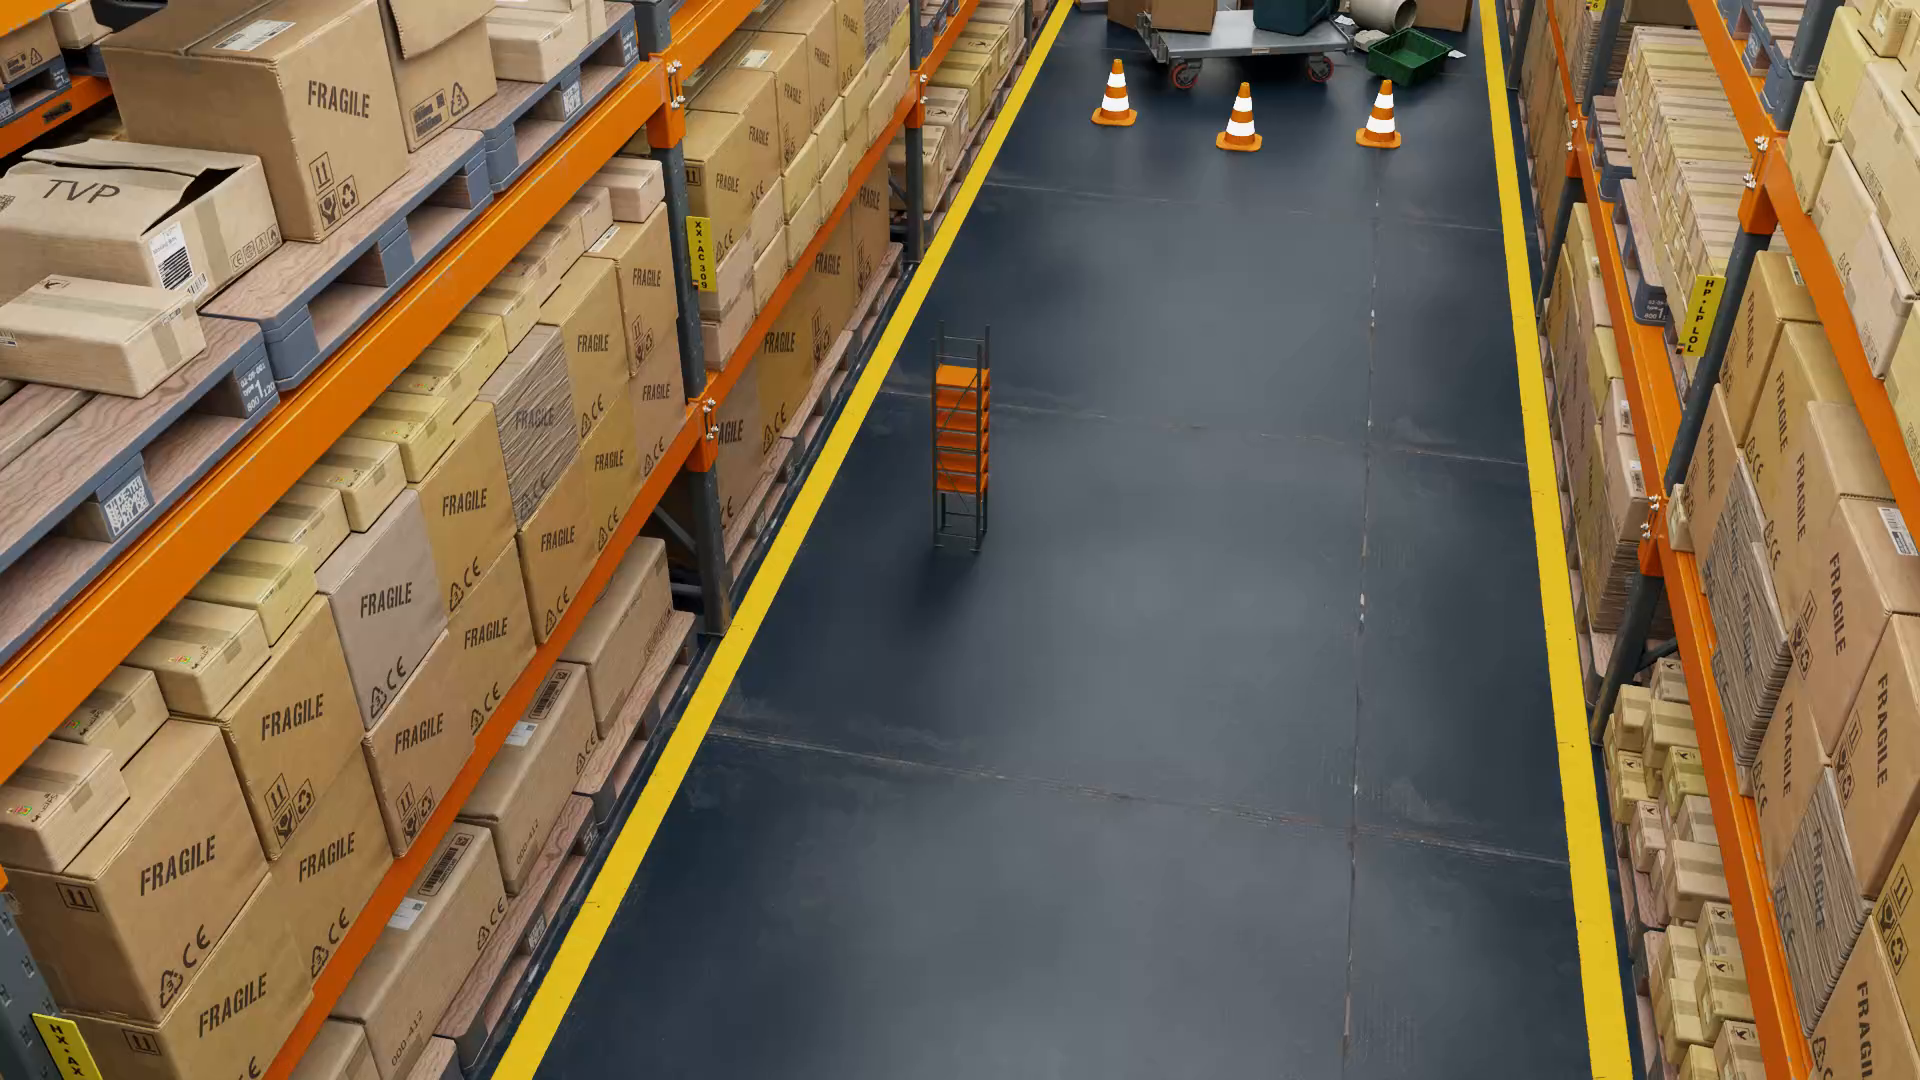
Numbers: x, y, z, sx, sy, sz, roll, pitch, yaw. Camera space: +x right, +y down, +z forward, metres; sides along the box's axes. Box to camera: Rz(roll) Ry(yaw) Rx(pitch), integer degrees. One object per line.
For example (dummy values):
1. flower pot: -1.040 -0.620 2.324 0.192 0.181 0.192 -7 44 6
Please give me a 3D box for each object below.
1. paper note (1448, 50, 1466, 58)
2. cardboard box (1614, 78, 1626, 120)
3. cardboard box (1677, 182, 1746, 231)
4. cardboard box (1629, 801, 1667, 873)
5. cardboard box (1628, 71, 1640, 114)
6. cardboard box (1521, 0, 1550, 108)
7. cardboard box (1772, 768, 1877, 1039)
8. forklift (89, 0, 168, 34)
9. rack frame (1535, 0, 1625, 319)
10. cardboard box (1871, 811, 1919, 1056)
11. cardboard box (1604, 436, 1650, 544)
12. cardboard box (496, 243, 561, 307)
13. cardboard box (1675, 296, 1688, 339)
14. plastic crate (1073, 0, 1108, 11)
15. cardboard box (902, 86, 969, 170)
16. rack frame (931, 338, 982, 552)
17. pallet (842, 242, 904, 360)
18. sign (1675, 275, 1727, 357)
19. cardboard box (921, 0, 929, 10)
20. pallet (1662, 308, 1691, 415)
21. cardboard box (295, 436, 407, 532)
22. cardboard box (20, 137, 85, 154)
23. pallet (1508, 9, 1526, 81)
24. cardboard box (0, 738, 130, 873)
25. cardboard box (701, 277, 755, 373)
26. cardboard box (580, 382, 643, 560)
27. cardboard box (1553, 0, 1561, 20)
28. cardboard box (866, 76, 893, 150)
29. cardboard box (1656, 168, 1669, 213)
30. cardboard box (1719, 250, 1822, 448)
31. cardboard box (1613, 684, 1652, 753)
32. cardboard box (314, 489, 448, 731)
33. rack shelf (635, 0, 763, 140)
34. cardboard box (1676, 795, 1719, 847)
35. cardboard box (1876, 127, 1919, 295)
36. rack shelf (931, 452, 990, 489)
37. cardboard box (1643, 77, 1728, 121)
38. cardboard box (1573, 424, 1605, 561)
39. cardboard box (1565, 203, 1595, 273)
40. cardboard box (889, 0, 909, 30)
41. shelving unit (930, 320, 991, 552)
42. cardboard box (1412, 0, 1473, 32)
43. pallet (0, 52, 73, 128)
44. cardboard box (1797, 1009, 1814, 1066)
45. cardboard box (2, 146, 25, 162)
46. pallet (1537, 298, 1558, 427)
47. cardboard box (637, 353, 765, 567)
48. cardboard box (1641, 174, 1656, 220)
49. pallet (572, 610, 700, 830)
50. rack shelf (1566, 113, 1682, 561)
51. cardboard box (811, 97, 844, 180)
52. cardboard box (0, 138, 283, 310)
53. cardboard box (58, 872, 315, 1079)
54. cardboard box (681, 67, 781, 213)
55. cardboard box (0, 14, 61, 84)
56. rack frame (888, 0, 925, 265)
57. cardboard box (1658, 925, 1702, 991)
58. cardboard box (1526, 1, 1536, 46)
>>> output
1. paper note: 4.231 -4.168 14.244 0.147 0.020 0.142 -17 39 -22
2. cardboard box: 3.825 -2.415 9.152 0.380 0.149 0.250 7 36 9
3. cardboard box: 3.384 -1.441 7.302 0.380 0.149 0.250 6 36 8
4. cardboard box: 2.813 1.170 6.421 0.380 0.149 0.250 7 37 10
5. cardboard box: 3.763 -2.359 8.821 0.380 0.149 0.250 9 37 12
6. cardboard box: 4.928 -3.763 12.715 1.050 0.750 0.750 7 37 10
7. cardboard box: 2.468 0.971 4.285 0.500 0.500 0.500 7 37 10
8. forklift: -3.015 -1.557 8.171 1.130 2.935 3.031 7 37 10
9. rack frame: 4.118 -2.578 9.521 1.000 3.000 0.127 7 37 10
10. cardboard box: 2.372 0.859 3.588 0.500 0.500 0.500 6 36 8
11. cardboard box: 3.176 -0.205 7.380 0.500 0.250 0.500 6 36 9
12. cardboard box: -1.610 -0.912 5.732 0.380 0.149 0.250 7 37 10
13. cardboard box: 3.265 -0.897 7.058 0.380 0.149 0.250 7 37 10
14. plastic crate: 1.251 -5.049 15.418 0.402 0.080 0.583 -5 36 -6
15. cardboard box: -0.459 -2.993 11.975 0.950 0.372 0.625 7 36 9
16. rack frame: -0.016 -0.442 8.107 0.240 1.200 0.006 7 37 10
17. pallet: -0.981 -1.569 10.504 1.003 0.211 1.213 7 37 10
18. sign: 2.721 -0.821 6.110 0.100 0.325 0.005 7 37 10
19. cardboard box: -0.395 -3.529 10.690 0.380 0.149 0.250 5 36 7
20. pallet: 3.569 -0.627 6.992 1.003 0.211 1.213 7 37 10
21. cardboard box: -1.810 -0.172 4.712 0.380 0.149 0.250 8 37 10
22. cardboard box: -5.676 -2.414 10.515 0.380 0.149 0.250 8 37 11
23. pallet: 5.211 -4.168 14.091 1.003 0.211 1.213 7 37 10
24. cardboard box: -2.102 0.569 3.688 0.380 0.149 0.250 8 37 11
25. cardboard box: -1.242 -1.005 7.479 0.500 0.250 0.500 6 36 9
26. cardboard box: -1.548 -0.294 6.284 0.500 0.500 0.500 6 36 9
27. cardboard box: 4.272 -3.777 11.090 0.500 0.500 0.500 8 37 11
28. cardboard box: -0.688 -2.462 9.489 0.500 0.250 0.500 8 37 11
29. cardboard box: 3.491 -1.621 7.803 0.380 0.149 0.250 9 37 12
30. cardboard box: 2.929 -0.622 5.632 0.500 0.500 0.500 8 37 11
31. cardboard box: 2.874 0.747 6.751 0.380 0.149 0.250 9 37 12
32. cardboard box: -1.861 0.168 4.795 0.500 0.500 0.500 7 37 10
33. rack shelf: -1.167 -2.917 8.046 1.077 0.370 4.000 7 37 10
34. cardboard box: 2.832 1.085 6.032 0.380 0.149 0.250 6 36 9
35. cardboard box: 2.694 -0.823 4.246 0.500 0.250 0.500 8 37 11
36. rack shelf: 0.003 -0.361 8.276 0.258 0.103 0.180 7 37 10
37. cardboard box: 3.661 -2.200 8.349 0.380 0.149 0.250 6 36 8
38. cardboard box: 3.286 -0.192 8.002 0.500 0.500 0.500 6 36 9
39. cardboard box: 3.734 -1.674 9.407 0.500 0.250 0.500 6 36 8
40. cardboard box: -0.594 -3.256 9.520 0.500 0.500 0.500 6 36 9
41. shelving unit: 0.003 -0.494 8.179 0.258 1.200 0.189 7 37 10
42. cardboard box: 4.301 -4.878 14.823 0.500 0.500 0.500 14 38 18
43. pallet: -6.000 -2.567 9.669 1.003 0.211 1.213 7 37 10
44. cardboard box: 2.448 1.308 4.373 0.380 0.149 0.250 6 36 8
45. cardboard box: -6.212 -2.475 10.599 0.380 0.149 0.250 6 36 8
46. pallet: 3.950 -1.001 9.721 1.003 0.211 1.213 7 37 10
47. cardboard box: -1.539 -0.522 8.137 0.875 0.875 0.875 8 37 11
48. cardboard box: 3.544 -1.654 8.103 0.380 0.149 0.250 8 37 11
49. pallet: -1.833 0.708 7.363 1.003 0.211 1.213 7 37 10
50. rack shelf: 3.691 -1.140 8.150 1.077 0.370 4.000 7 37 10
51. cardboard box: -0.901 -2.084 8.541 0.500 0.250 0.500 6 36 9
52. cardboard box: -2.080 -0.795 4.137 0.500 0.311 0.500 8 37 11
53. cardboard box: -2.065 1.167 4.269 0.500 0.500 0.500 7 37 10
54. cardboard box: -1.137 -1.804 7.515 0.500 0.500 0.500 7 37 10
55. cardboard box: -5.757 -3.013 9.676 0.797 0.503 0.637 7 36 9
56. rack frame: -0.739 -3.140 10.297 1.000 3.000 0.127 7 37 10
57. cardboard box: 2.632 1.494 5.721 0.380 0.149 0.250 7 37 10
58. cardboard box: 5.175 -4.532 13.670 0.875 0.875 0.875 8 37 11
